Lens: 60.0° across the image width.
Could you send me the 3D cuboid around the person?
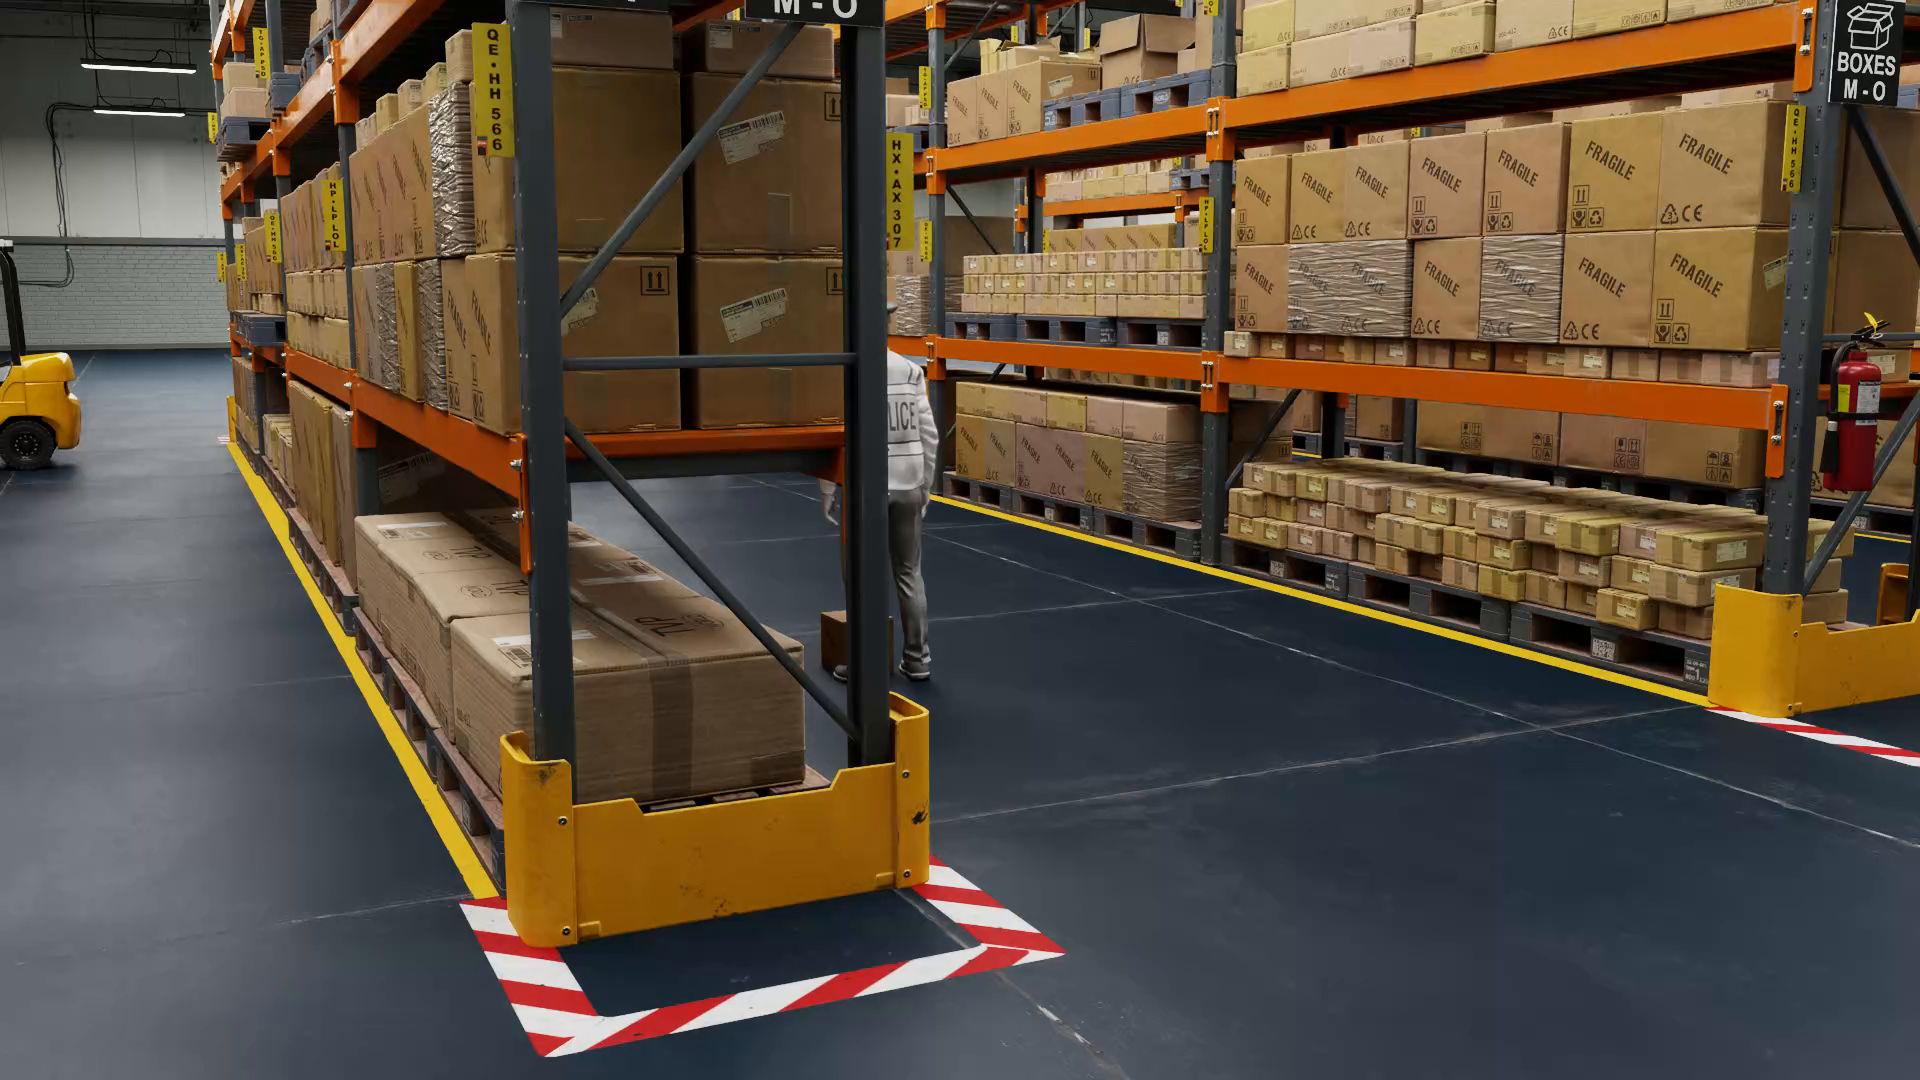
[{"bbox_3d":[-0.351,-0.206,7.194,0.529,1.664,0.375,-4,10,-26],"label":"person"}]
